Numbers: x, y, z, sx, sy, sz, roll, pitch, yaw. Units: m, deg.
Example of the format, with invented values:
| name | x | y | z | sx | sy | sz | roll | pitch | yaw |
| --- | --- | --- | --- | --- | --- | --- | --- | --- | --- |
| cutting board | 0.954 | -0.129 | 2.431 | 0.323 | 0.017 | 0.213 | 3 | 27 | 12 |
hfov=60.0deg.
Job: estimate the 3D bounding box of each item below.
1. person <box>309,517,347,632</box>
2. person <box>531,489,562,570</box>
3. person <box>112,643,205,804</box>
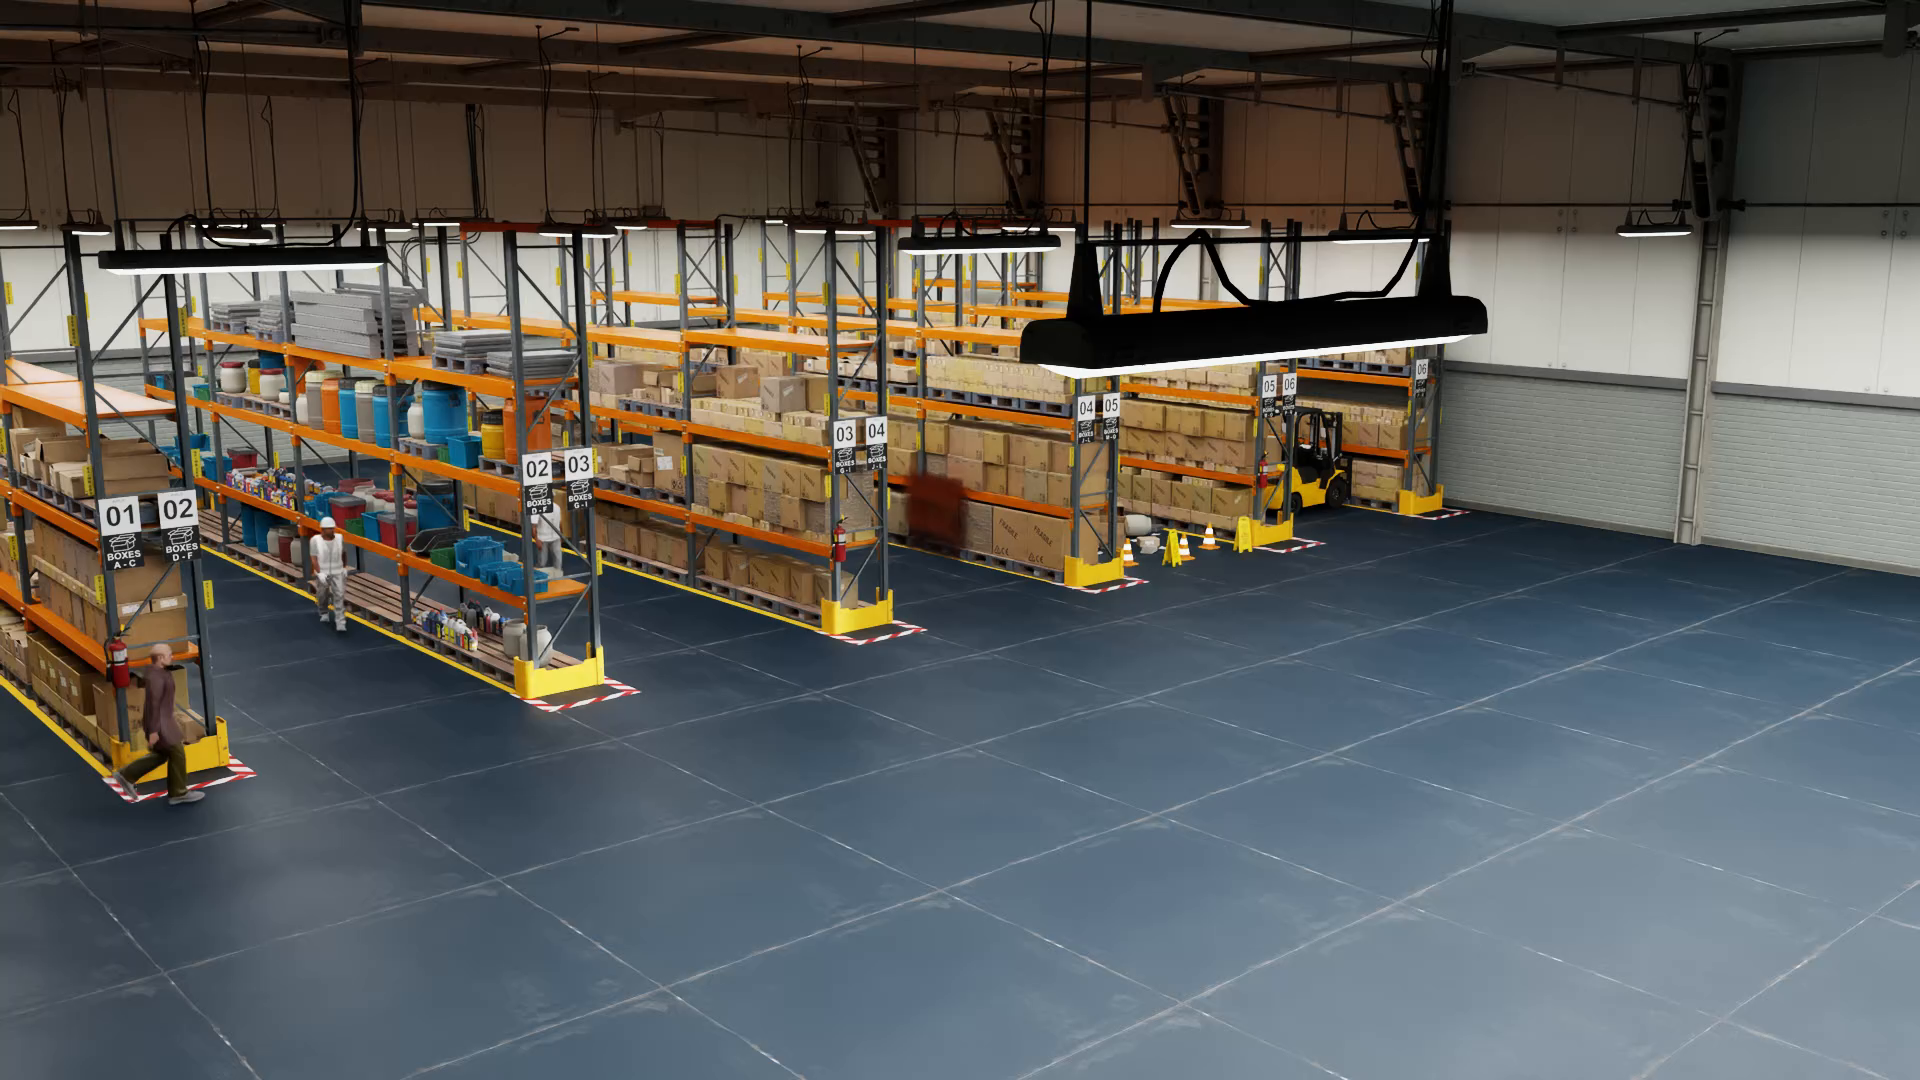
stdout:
| name | x | y | z | sx | sy | sz | roll | pitch | yaw |
| --- | --- | --- | --- | --- | --- | --- | --- | --- | --- |
| person | -9.478 | 0.497 | 25.051 | 0.546 | 1.707 | 1.123 | -6 | 13 | -28 |
| person | -6.803 | 0.007 | 27.515 | 0.773 | 1.766 | 0.661 | 10 | 15 | 42 |
| person | -8.579 | 1.958 | 17.669 | 0.892 | 1.749 | 0.606 | -5 | 12 | -22 |
